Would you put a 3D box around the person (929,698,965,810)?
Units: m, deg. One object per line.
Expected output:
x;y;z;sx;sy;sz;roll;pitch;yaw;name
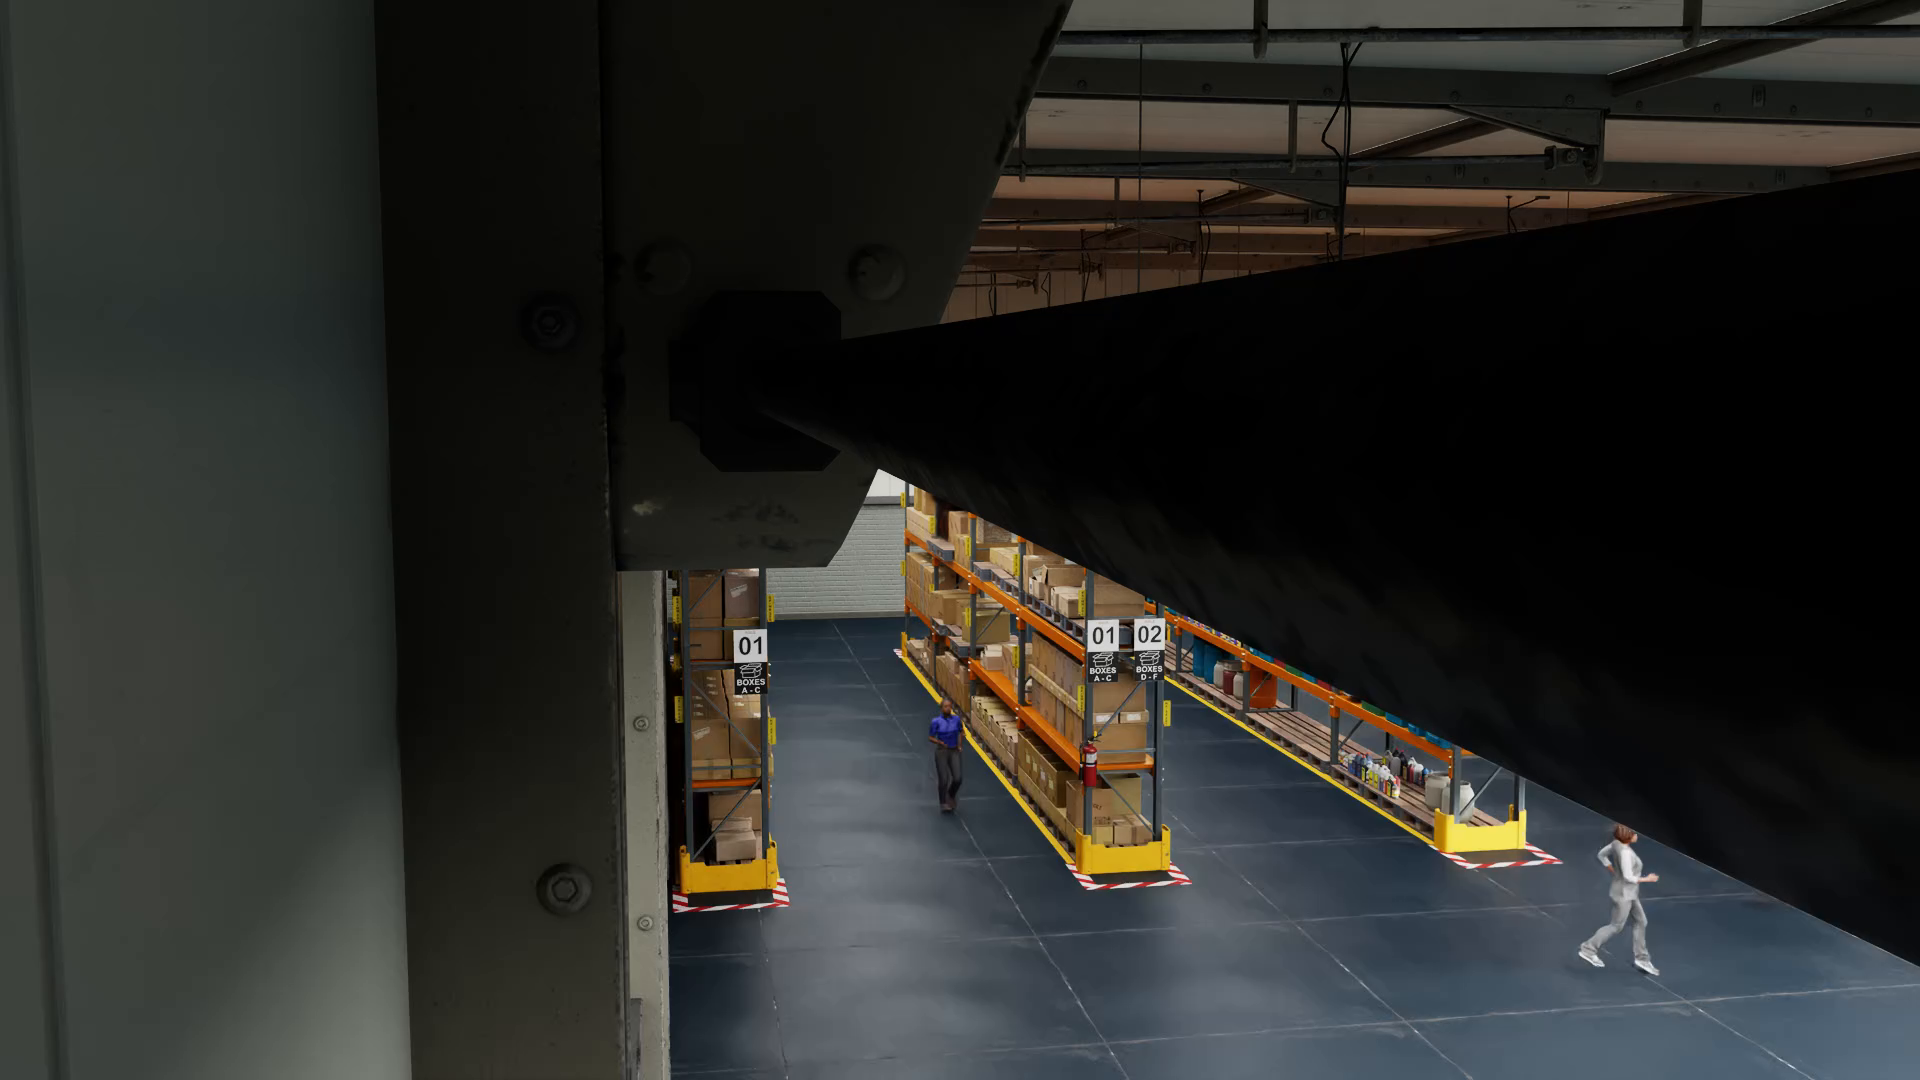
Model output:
-0.156;3.069;23.629;0.562;1.624;0.580;-1;6;-13;person

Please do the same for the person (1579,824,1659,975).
6.916;3.739;17.381;0.806;1.625;0.545;2;6;17;person
